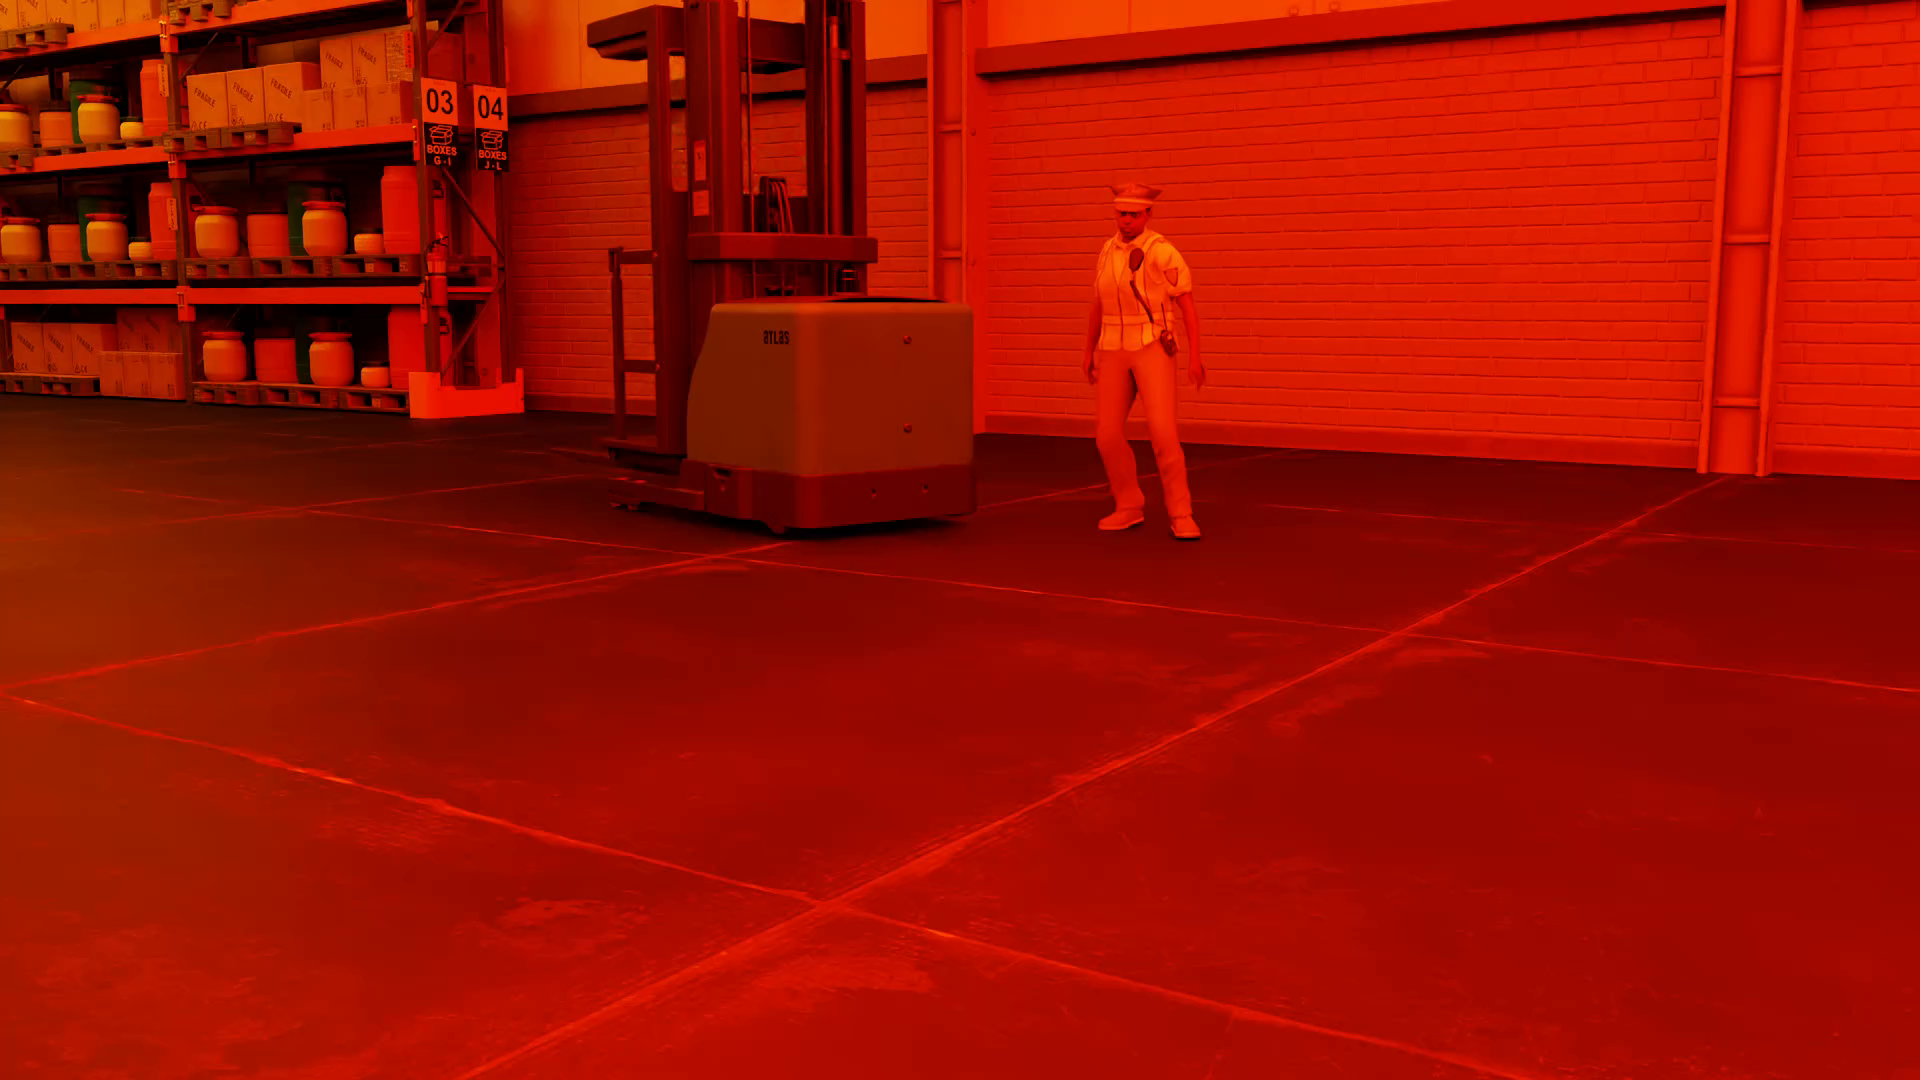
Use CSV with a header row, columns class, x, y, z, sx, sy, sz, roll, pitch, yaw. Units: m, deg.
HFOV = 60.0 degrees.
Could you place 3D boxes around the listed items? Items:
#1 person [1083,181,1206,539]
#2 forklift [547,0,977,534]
class,x,y,z,sx,sy,sz,roll,pitch,yaw
person,0.855,-0.846,7.815,0.788,1.632,0.397,7,11,40
forklift,-1.233,-1.637,8.707,1.130,2.935,3.031,-6,10,-38
